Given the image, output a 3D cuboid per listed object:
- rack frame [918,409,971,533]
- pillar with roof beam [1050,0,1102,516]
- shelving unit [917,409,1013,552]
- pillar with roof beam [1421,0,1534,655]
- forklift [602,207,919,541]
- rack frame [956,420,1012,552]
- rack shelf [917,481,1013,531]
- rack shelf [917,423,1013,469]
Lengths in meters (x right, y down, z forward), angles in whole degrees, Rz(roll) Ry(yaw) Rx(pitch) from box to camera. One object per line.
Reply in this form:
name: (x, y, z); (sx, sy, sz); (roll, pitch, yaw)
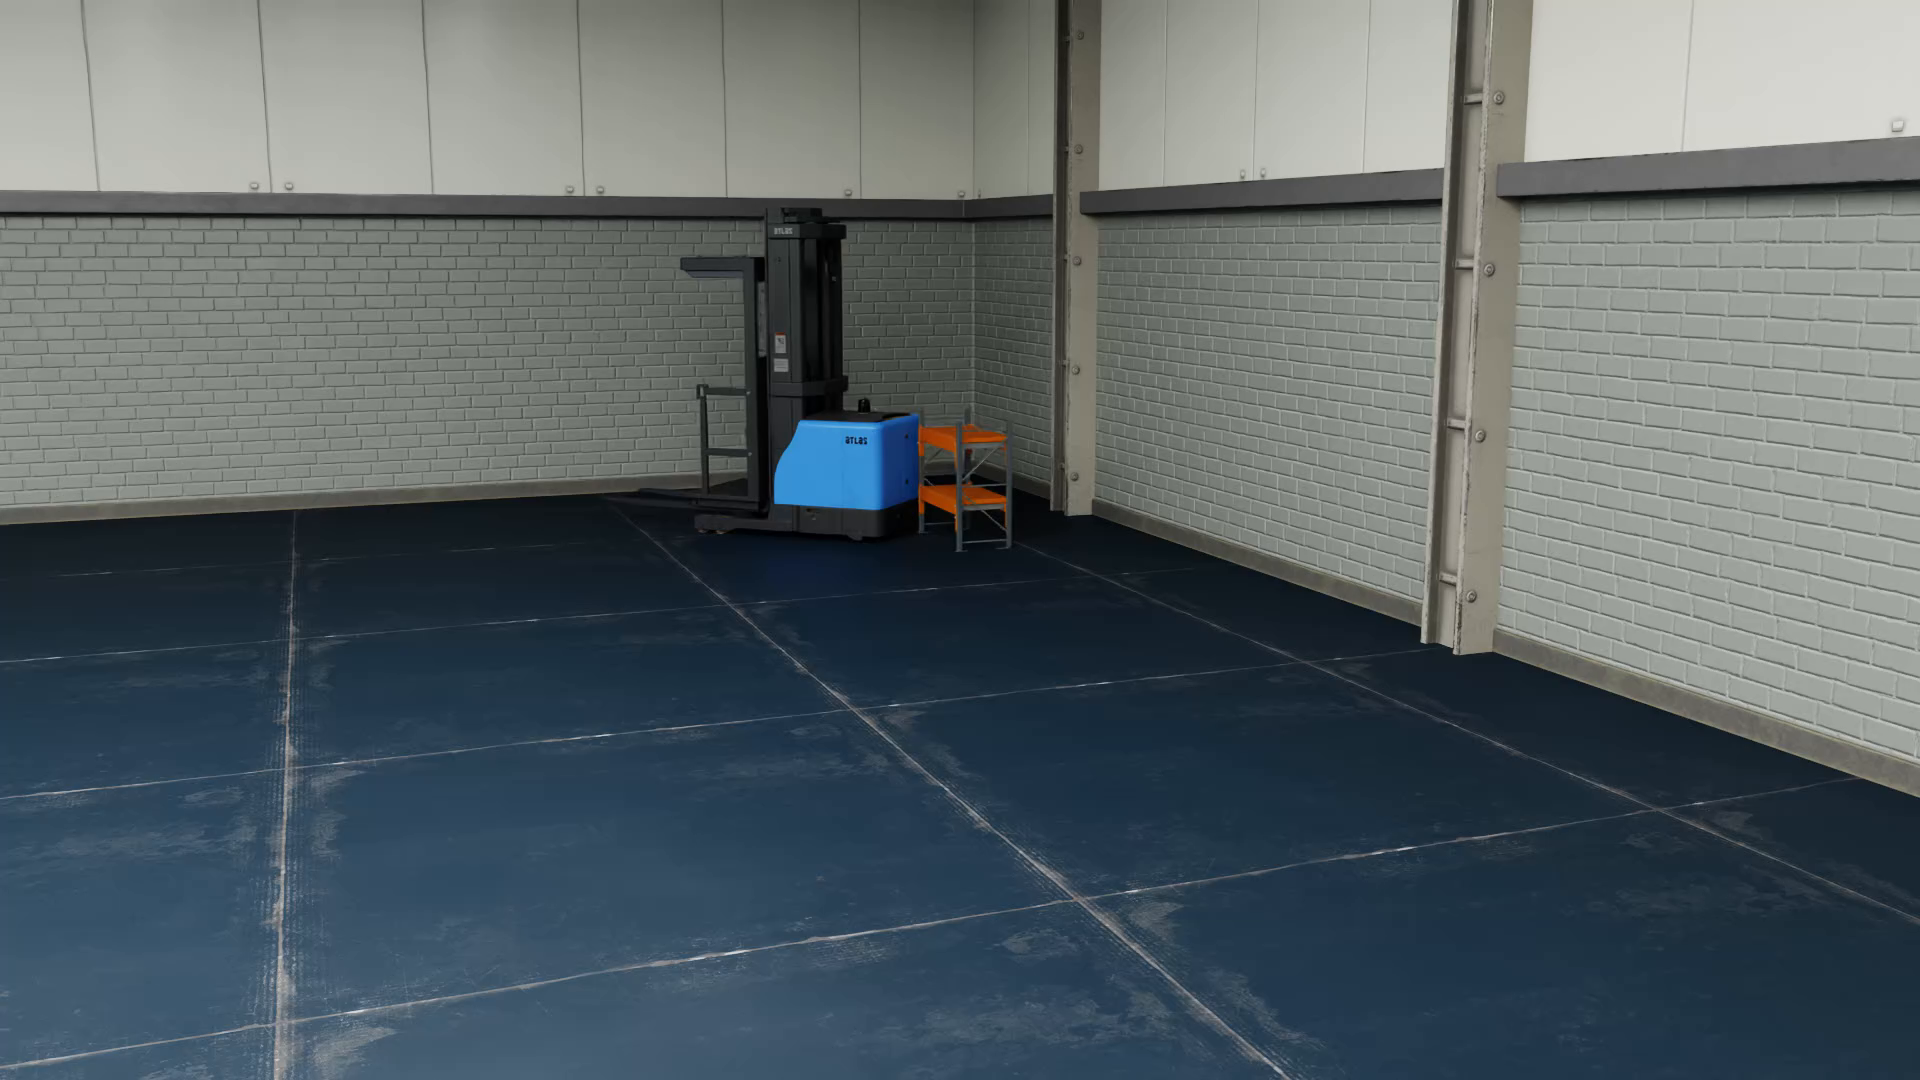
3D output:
rack frame: (-0.141, -0.633, 15.268); (0.500, 1.125, 0.032); (-4, 11, -20)
pillar with roof beam: (-2.900, -4.435, 14.159); (9.100, 9.000, 0.400); (-4, 11, -21)
shelving unit: (0.034, -0.550, 14.798); (0.538, 1.125, 1.048); (-4, 11, -20)
pillar with roof beam: (-0.726, -3.456, 8.653); (9.100, 9.000, 0.400); (-4, 11, -21)
forklift: (-1.900, -1.577, 15.418); (3.031, 2.935, 1.130); (4, 11, 22)
rack frame: (0.209, -0.466, 14.328); (0.500, 1.125, 0.032); (-4, 11, -20)
rack shelf: (0.034, -0.309, 14.841); (0.538, 0.278, 1.000); (-4, 11, -20)
rack shelf: (0.034, -0.838, 14.747); (0.538, 0.278, 1.000); (-4, 11, -20)
